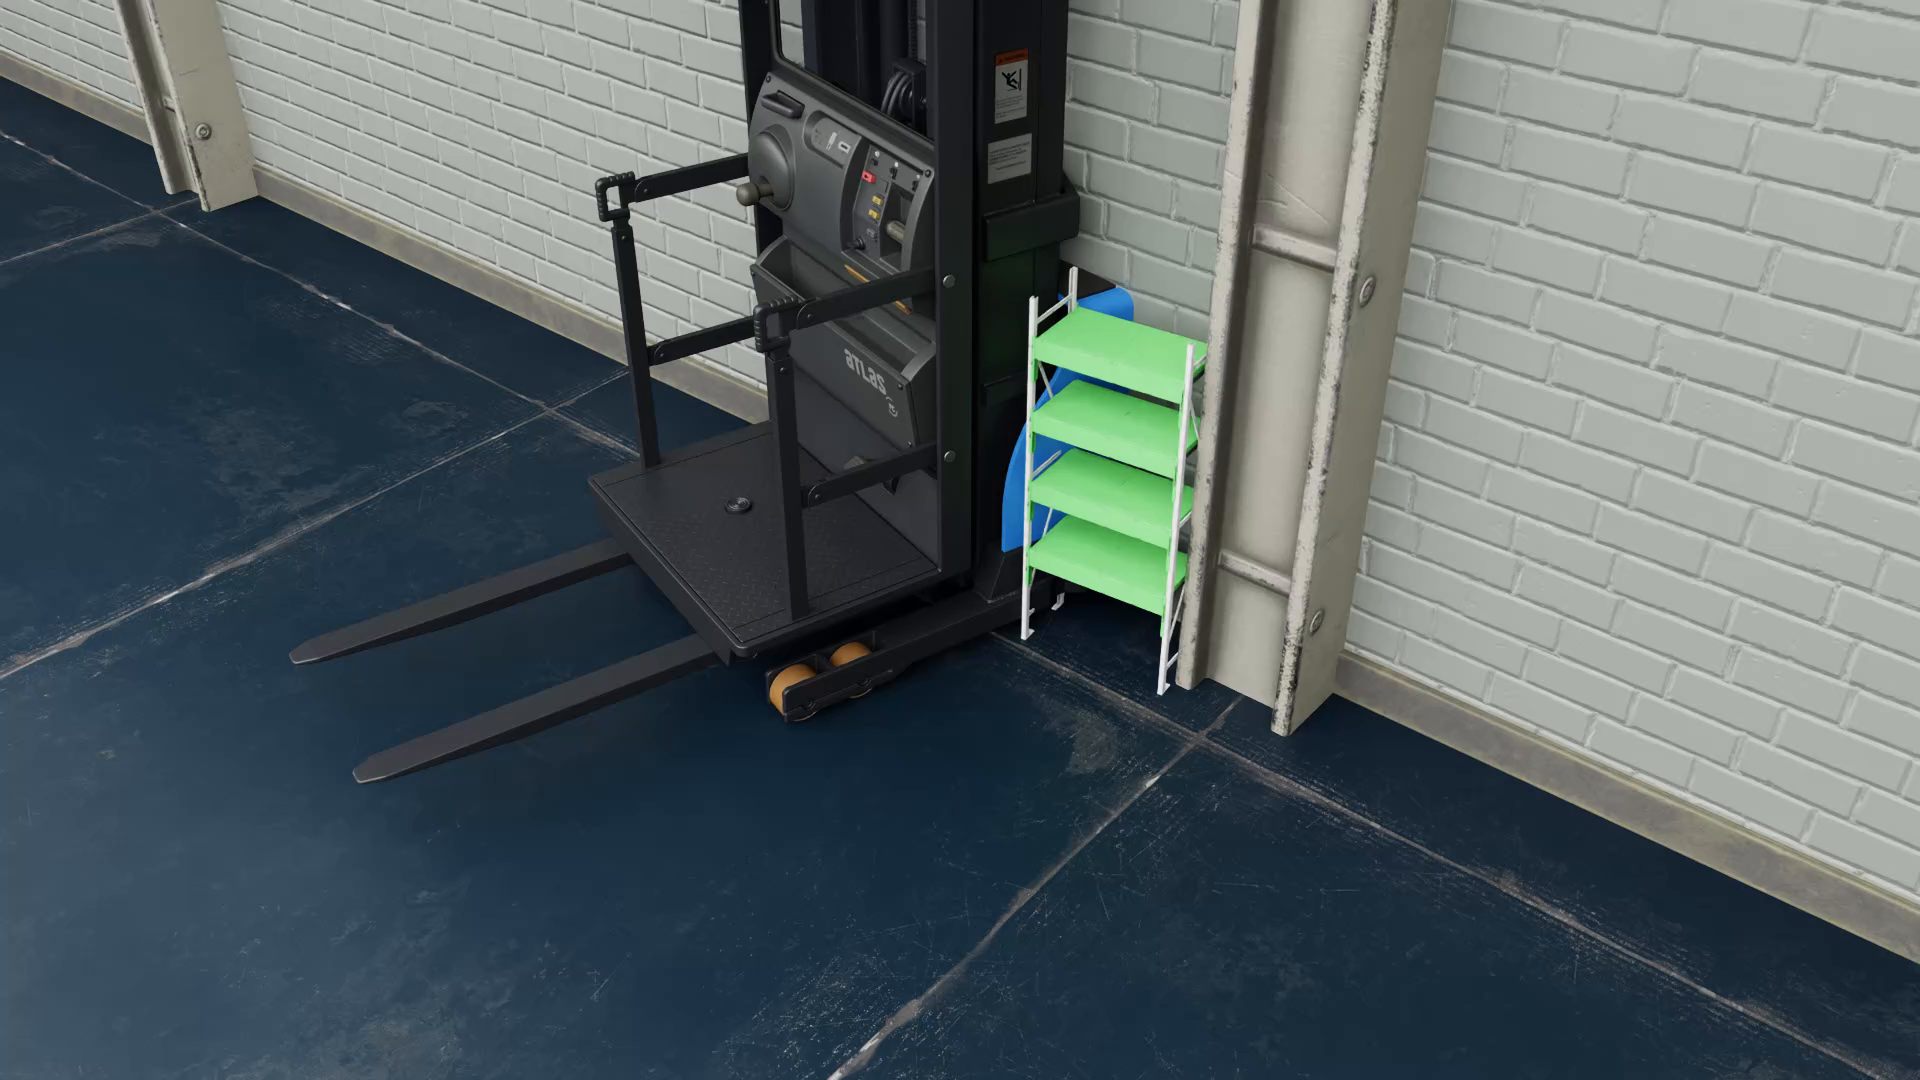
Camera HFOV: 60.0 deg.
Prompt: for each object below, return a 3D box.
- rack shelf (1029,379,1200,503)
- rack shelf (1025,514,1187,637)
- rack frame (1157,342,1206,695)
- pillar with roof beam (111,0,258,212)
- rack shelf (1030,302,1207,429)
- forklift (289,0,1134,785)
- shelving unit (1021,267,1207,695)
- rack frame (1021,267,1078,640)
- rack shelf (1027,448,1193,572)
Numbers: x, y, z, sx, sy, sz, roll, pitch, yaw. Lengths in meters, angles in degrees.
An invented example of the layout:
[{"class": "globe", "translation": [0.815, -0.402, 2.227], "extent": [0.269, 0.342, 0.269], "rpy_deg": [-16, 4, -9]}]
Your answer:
[{"class": "rack shelf", "translation": [0.469, -0.299, 4.812], "extent": [0.480, 0.148, 0.258], "rpy_deg": [21, 40, 27]}, {"class": "rack shelf", "translation": [0.470, 0.094, 5.087], "extent": [0.480, 0.148, 0.258], "rpy_deg": [21, 40, 27]}, {"class": "rack frame", "translation": [0.673, -0.078, 4.802], "extent": [0.015, 1.200, 0.240], "rpy_deg": [21, 40, 27]}, {"class": "pillar with roof beam", "translation": [-6.457, -3.566, 2.994], "extent": [0.400, 9.000, 9.100], "rpy_deg": [25, 42, 32]}, {"class": "rack shelf", "translation": [0.469, -0.496, 4.674], "extent": [0.480, 0.148, 0.258], "rpy_deg": [21, 40, 27]}, {"class": "forklift", "translation": [-0.524, -1.010, 4.632], "extent": [3.031, 2.935, 1.130], "rpy_deg": [-21, 40, -27]}, {"class": "shelving unit", "translation": [0.469, -0.155, 4.913], "extent": [0.503, 1.200, 0.258], "rpy_deg": [21, 40, 27]}, {"class": "rack frame", "translation": [0.266, -0.232, 5.023], "extent": [0.015, 1.200, 0.240], "rpy_deg": [21, 40, 27]}, {"class": "rack shelf", "translation": [0.469, -0.103, 4.949], "extent": [0.480, 0.148, 0.258], "rpy_deg": [21, 40, 27]}]
